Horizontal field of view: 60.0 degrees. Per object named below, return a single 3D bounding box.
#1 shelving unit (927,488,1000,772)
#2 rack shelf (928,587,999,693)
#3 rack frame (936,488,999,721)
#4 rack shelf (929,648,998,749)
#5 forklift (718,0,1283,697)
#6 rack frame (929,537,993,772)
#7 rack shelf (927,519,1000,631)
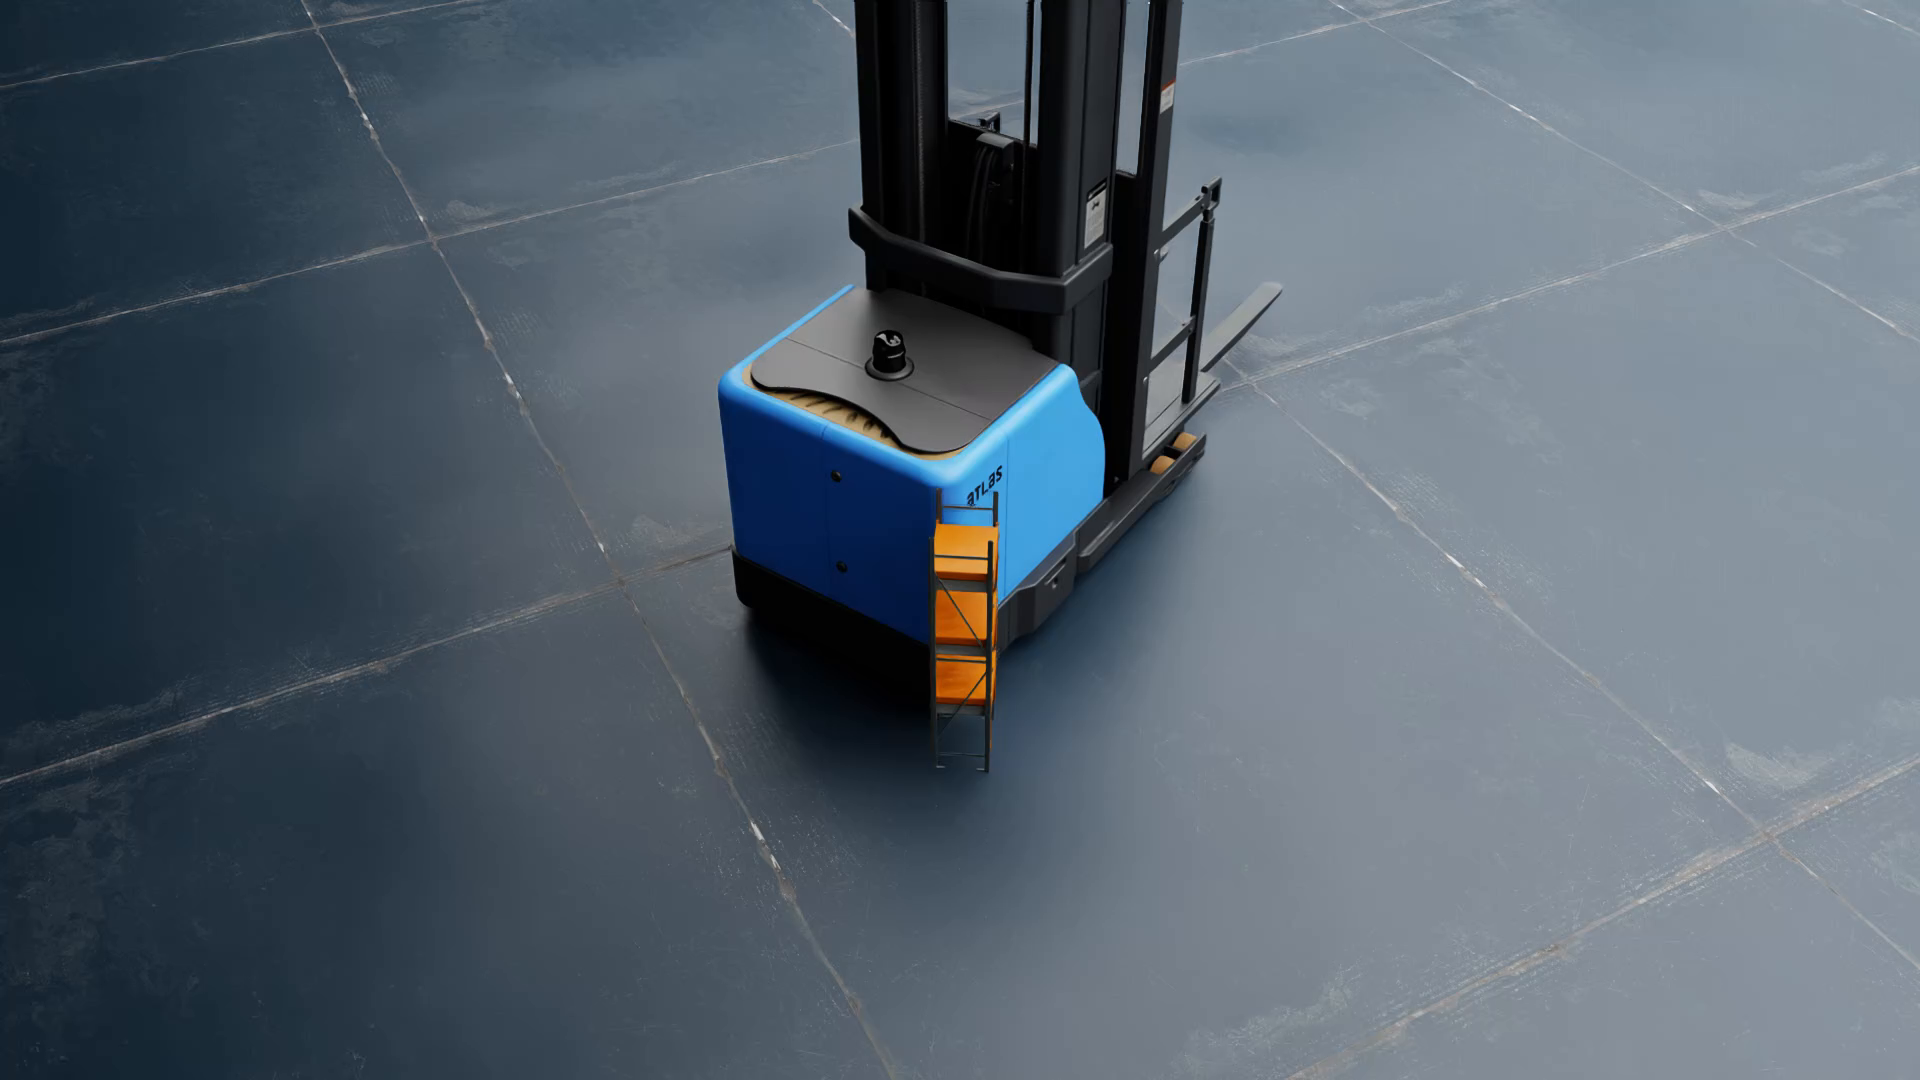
[{"bbox_3d":[0.013,0.320,5.559,0.215,1.050,0.252,3,40,4],"label":"shelving unit"},{"bbox_3d":[0.013,0.329,5.566,0.215,0.259,0.240,3,40,4],"label":"rack shelf"},{"bbox_3d":[0.024,0.242,5.652,0.200,1.050,0.008,3,40,4],"label":"rack frame"},{"bbox_3d":[0.013,0.541,5.745,0.215,0.259,0.240,3,40,4],"label":"rack shelf"},{"bbox_3d":[0.388,-1.466,6.213,1.130,2.935,3.031,24,46,26],"label":"forklift"},{"bbox_3d":[0.003,0.399,5.466,0.200,1.050,0.008,3,40,4],"label":"rack frame"},{"bbox_3d":[0.013,0.112,5.382,0.215,0.259,0.240,3,40,4],"label":"rack shelf"}]
